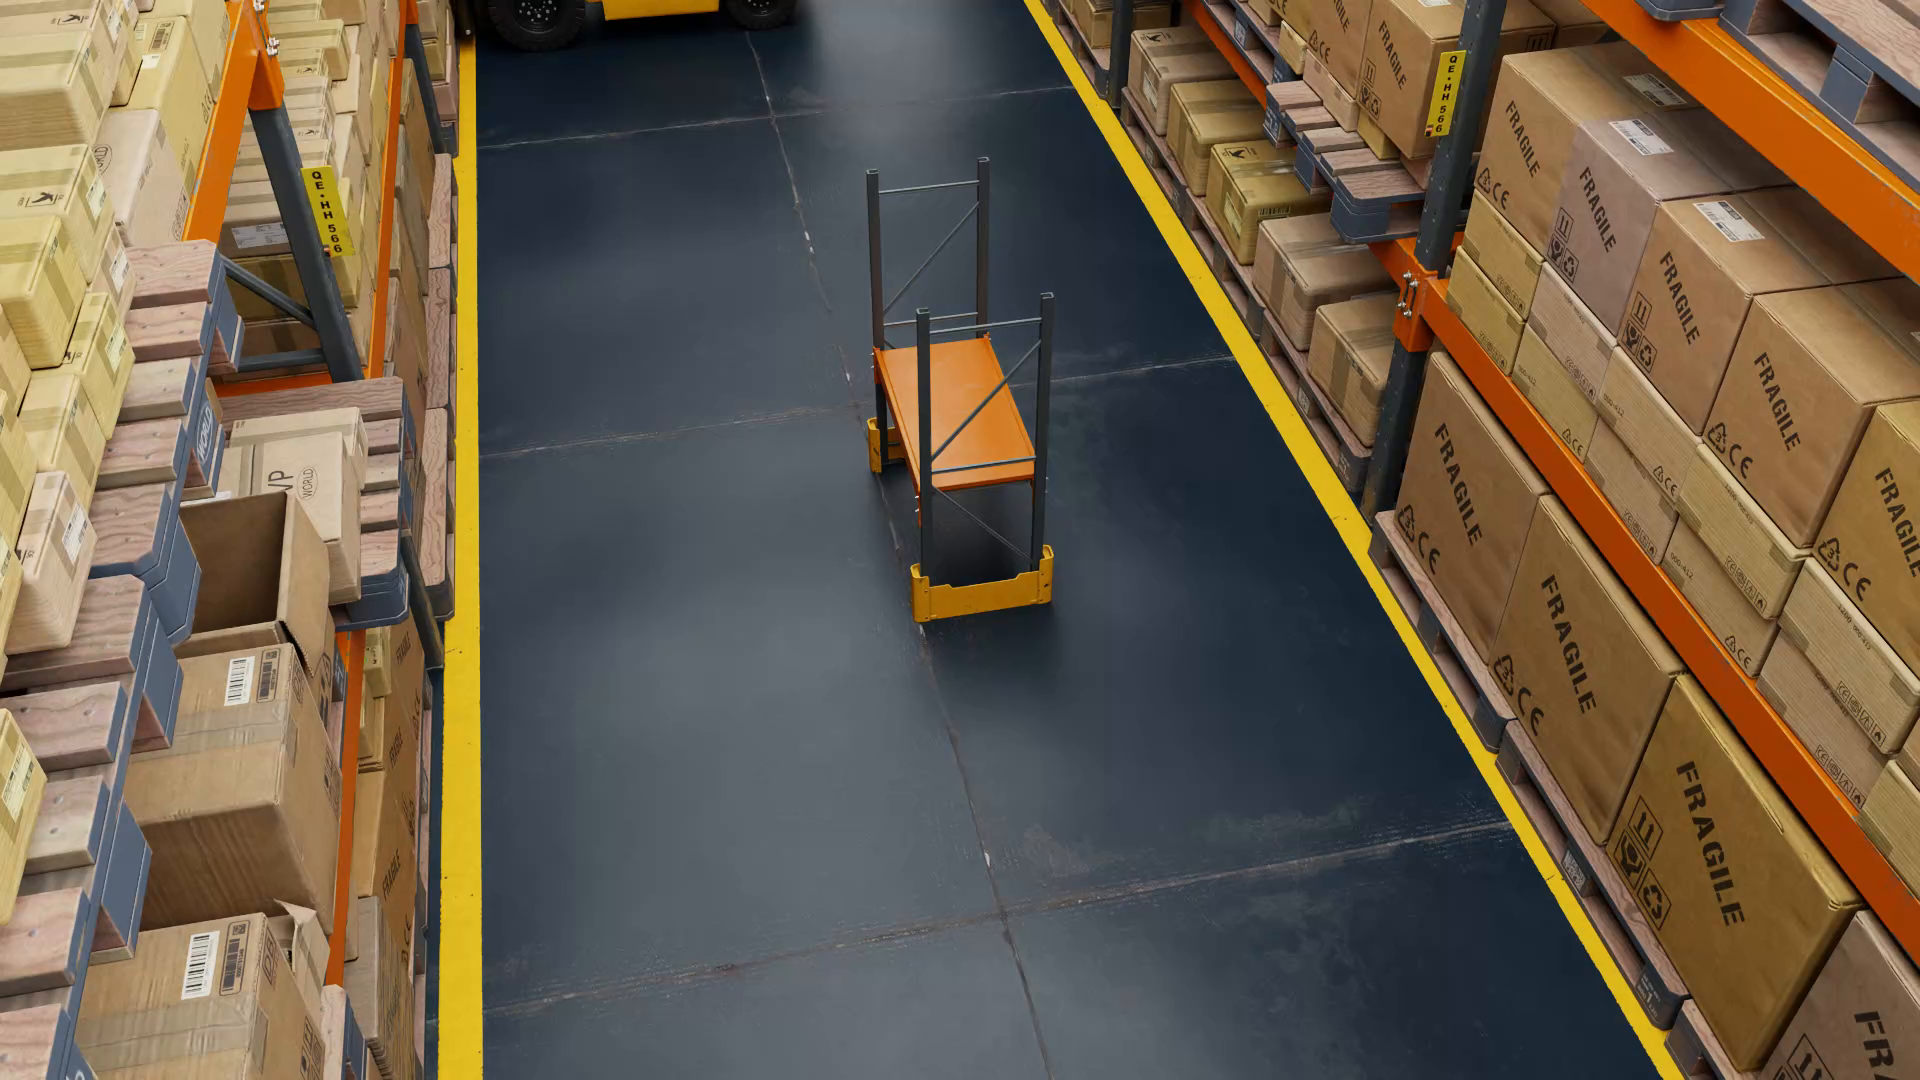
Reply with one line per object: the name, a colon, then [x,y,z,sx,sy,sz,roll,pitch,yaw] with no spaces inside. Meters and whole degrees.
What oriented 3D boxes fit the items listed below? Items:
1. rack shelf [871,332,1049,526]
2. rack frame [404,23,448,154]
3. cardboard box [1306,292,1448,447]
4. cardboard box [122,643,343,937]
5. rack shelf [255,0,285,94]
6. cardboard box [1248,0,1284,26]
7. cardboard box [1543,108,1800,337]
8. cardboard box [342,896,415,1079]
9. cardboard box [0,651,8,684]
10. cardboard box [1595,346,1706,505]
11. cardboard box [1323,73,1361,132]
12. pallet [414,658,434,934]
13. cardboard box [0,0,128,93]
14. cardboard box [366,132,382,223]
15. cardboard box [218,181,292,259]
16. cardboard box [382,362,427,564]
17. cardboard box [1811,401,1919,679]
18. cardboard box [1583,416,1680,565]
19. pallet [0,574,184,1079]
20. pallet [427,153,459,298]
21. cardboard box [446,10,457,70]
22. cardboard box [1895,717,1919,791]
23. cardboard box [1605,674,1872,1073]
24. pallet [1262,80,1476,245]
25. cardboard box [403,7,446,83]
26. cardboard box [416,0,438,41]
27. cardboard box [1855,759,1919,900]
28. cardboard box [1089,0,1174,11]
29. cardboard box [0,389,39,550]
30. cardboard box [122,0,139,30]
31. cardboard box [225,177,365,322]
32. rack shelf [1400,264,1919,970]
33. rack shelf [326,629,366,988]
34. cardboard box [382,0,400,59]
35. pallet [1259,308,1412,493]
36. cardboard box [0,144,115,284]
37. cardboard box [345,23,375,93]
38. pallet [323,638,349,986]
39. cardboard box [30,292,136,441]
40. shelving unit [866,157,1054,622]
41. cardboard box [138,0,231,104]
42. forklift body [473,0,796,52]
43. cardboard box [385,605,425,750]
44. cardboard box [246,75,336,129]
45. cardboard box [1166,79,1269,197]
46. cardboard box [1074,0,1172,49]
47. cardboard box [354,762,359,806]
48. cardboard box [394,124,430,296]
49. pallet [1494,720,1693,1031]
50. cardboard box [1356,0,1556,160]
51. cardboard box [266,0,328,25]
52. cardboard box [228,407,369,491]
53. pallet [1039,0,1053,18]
rack shelf: [-0.018,-0.482,6.934,0.538,0.185,1.000,-8,42,-9]
rack frame: [-3.433,-3.163,8.553,1.000,3.000,0.127,-8,42,-9]
cardboard box: [2.164,-0.826,7.584,0.950,0.372,0.625,-11,43,-12]
cardboard box: [-1.873,0.638,3.880,0.700,0.500,0.500,-9,42,-10]
rack shelf: [-3.001,-2.719,6.336,1.077,0.370,4.000,-8,42,-9]
cardboard box: [1.564,-2.518,7.701,0.380,0.149,0.250,-10,42,-11]
cardboard box: [2.261,-1.020,5.311,0.500,0.500,0.500,-8,42,-9]
cardboard box: [-1.925,1.450,4.924,0.500,0.500,0.500,-10,43,-11]
cardboard box: [-1.555,0.227,2.273,0.380,0.149,0.250,-8,42,-9]
cardboard box: [2.351,-0.391,5.167,0.500,0.250,0.500,-8,42,-9]
cardboard box: [1.749,-1.846,6.943,0.380,0.149,0.250,-9,42,-10]
pallet: [-2.445,0.962,6.007,1.003,0.211,1.213,-8,42,-9]
cardboard box: [-1.983,-1.038,3.488,0.380,0.149,0.250,-9,42,-10]
cardboard box: [-2.648,-1.496,6.789,0.500,0.250,0.500,-10,42,-11]
cardboard box: [-2.351,-1.099,5.664,0.380,0.149,0.250,-7,42,-8]
cardboard box: [-2.691,-0.245,6.739,0.875,0.625,0.625,-7,42,-8]
cardboard box: [2.589,-0.021,4.186,0.500,0.500,0.500,-7,42,-8]
cardboard box: [2.372,-0.203,5.332,0.500,0.250,0.500,-7,42,-8]
pallet: [-1.778,0.539,2.266,1.213,0.211,1.003,-8,42,-9]
pallet: [-3.236,-1.648,8.947,1.003,0.211,1.213,-8,42,-9]
cardboard box: [-3.339,-2.979,10.102,0.500,0.250,0.500,-9,42,-10]
cardboard box: [2.692,0.605,4.046,0.500,0.250,0.500,-7,42,-8]
cardboard box: [2.725,0.972,5.180,0.875,0.875,0.875,-7,42,-8]
pallet: [2.019,-1.659,7.003,1.213,0.211,1.003,-8,42,-9]
cardboard box: [-3.236,-2.836,9.564,0.500,0.250,0.500,-9,42,-9]
cardboard box: [-3.231,-3.024,9.399,0.500,0.250,0.500,-9,42,-10]
cardboard box: [2.688,0.780,4.224,0.500,0.250,0.500,-9,42,-10]
cardboard box: [1.023,-3.631,10.271,0.500,0.500,0.500,-9,42,-10]
cardboard box: [-1.564,-0.063,2.376,0.380,0.149,0.250,-9,42,-10]
cardboard box: [-2.189,-1.245,3.946,0.380,0.149,0.250,-7,42,-8]
cardboard box: [-2.402,-1.027,5.884,0.500,0.250,0.500,-8,42,-9]
rack shelf: [2.708,0.282,5.215,1.077,0.370,4.000,-8,42,-9]
rack shelf: [-2.138,0.996,4.411,1.077,0.370,4.000,-8,42,-9]
cardboard box: [-2.955,-2.492,7.911,0.500,0.250,0.500,-9,42,-10]
pallet: [2.109,-0.747,7.933,1.003,0.211,1.213,-8,42,-9]
cardboard box: [-1.732,-0.557,2.932,0.380,0.149,0.250,-8,42,-9]
cardboard box: [-2.764,-2.018,7.000,0.500,0.250,0.500,-8,42,-9]
pallet: [-2.145,0.762,4.277,1.003,0.211,1.213,-8,42,-9]
cardboard box: [-1.651,-0.278,2.841,0.380,0.149,0.250,-7,42,-8]
shelving unit: [-0.016,-0.610,6.808,0.587,1.500,1.083,-8,42,-9]
cardboard box: [-2.222,-1.338,4.351,0.500,0.250,0.500,-10,43,-11]
forklift body: [-2.106,-4.470,10.666,2.313,2.155,1.214,-8,42,-9]
cardboard box: [-2.268,0.451,6.049,0.500,0.500,0.500,-7,42,-8]
cardboard box: [-2.559,-1.602,6.231,0.380,0.149,0.250,-8,42,-9]
cardboard box: [1.687,-2.246,9.183,0.950,0.372,0.625,-6,42,-7]
cardboard box: [1.023,-3.350,10.519,0.500,0.250,0.500,-7,42,-7]
cardboard box: [-2.100,0.776,5.194,0.380,0.149,0.250,-7,42,-8]
cardboard box: [-3.149,-1.591,8.255,0.875,0.625,0.625,-9,42,-10]
pallet: [2.633,1.070,5.885,1.003,0.211,1.213,-8,42,-9]
cardboard box: [1.907,-1.844,6.452,0.500,0.500,0.500,-9,42,-11]
cardboard box: [-2.790,-2.089,6.779,0.380,0.149,0.250,-8,42,-9]
cardboard box: [-2.053,-0.262,5.159,0.380,0.149,0.250,-8,42,-8]
pallet: [0.967,-4.056,11.661,1.003,0.211,1.213,-8,42,-9]
